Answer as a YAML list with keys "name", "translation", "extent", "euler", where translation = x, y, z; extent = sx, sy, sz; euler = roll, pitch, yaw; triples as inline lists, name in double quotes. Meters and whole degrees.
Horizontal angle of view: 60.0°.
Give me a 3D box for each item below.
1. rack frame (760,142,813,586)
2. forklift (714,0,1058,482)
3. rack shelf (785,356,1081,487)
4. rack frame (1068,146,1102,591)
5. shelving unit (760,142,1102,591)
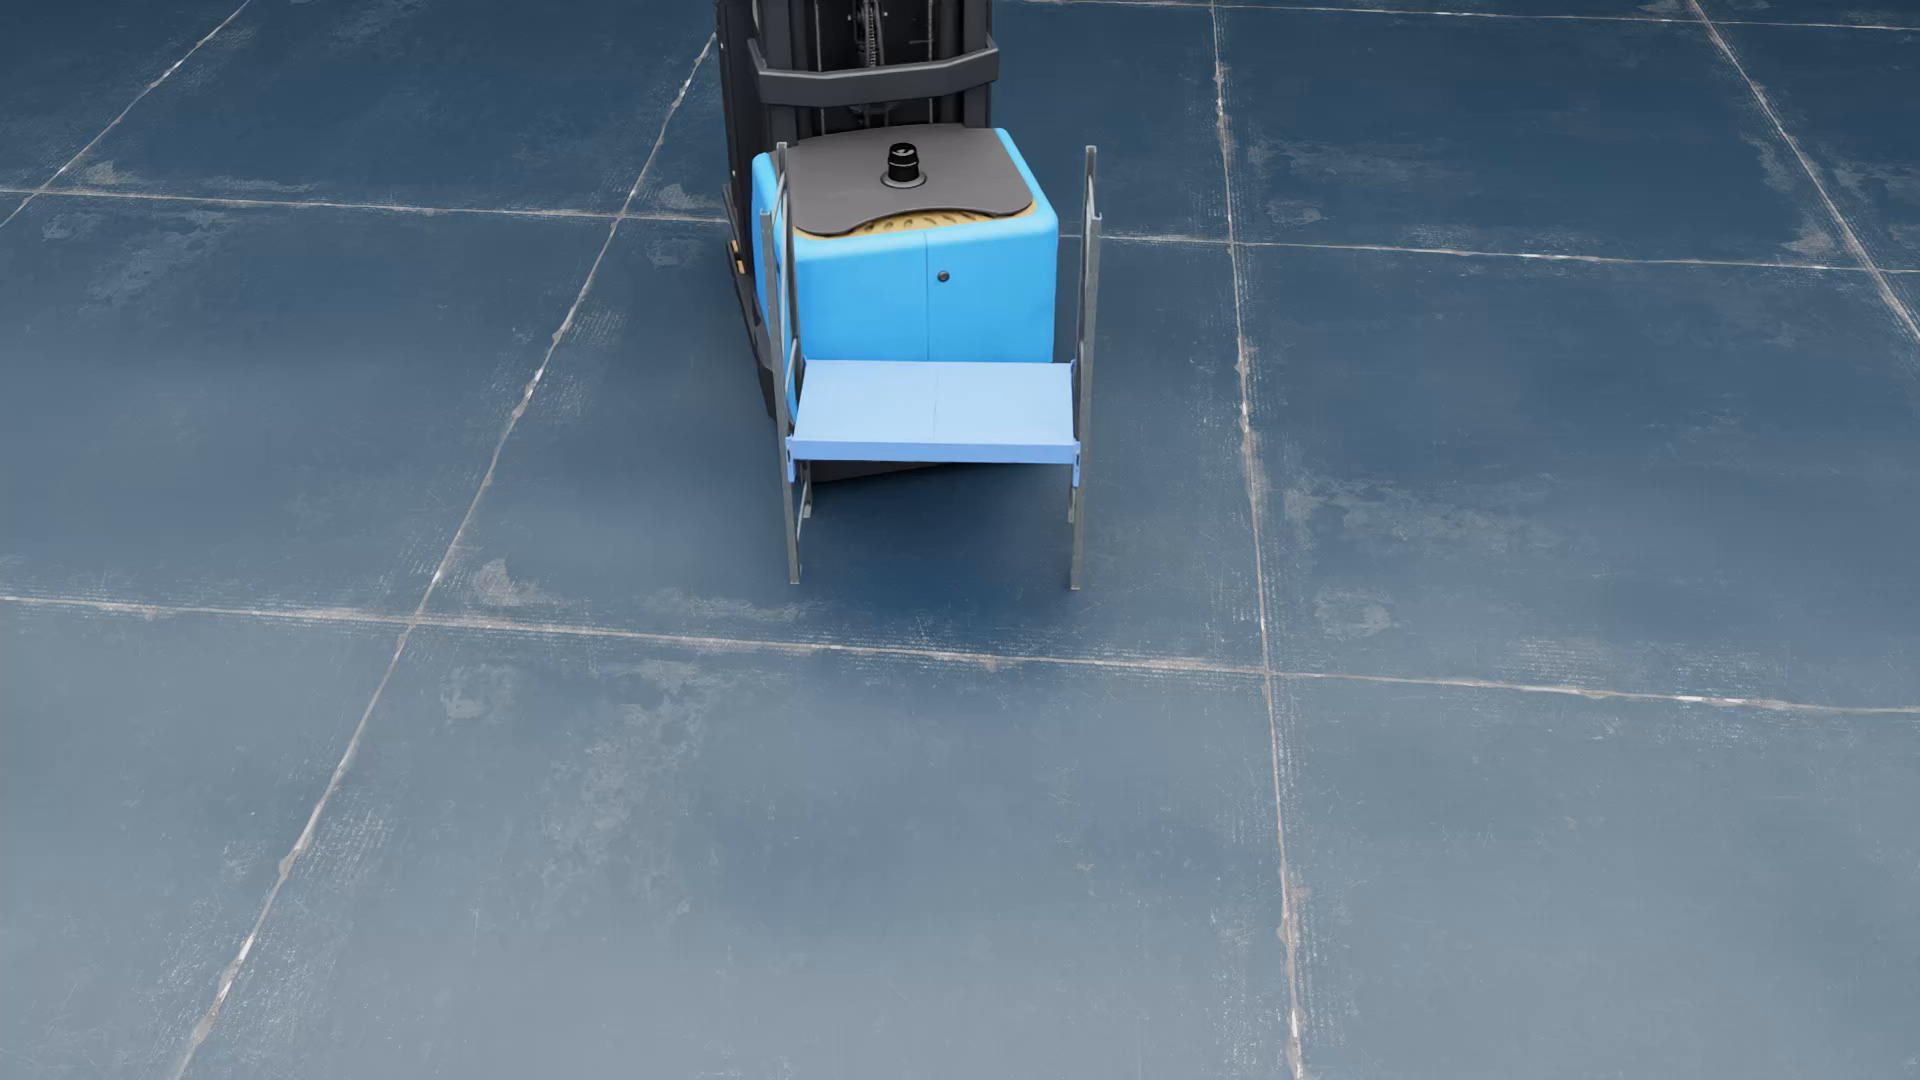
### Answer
- name: "rack frame"
  translation: [-0.593, -0.574, 5.767]
  extent: [0.032, 1.500, 0.500]
  euler: [1, 39, 1]
- name: "forklift"
  translation: [-0.469, -2.297, 6.750]
  extent: [1.130, 2.935, 3.031]
  euler: [-9, 40, -10]
- name: "rack shelf"
  translation: [-0.085, -0.425, 5.869]
  extent: [1.000, 0.185, 0.538]
  euler: [1, 39, 1]
- name: "rack frame"
  translation: [0.424, -0.556, 5.745]
  extent: [0.032, 1.500, 0.500]
  euler: [1, 39, 1]
- name: "shelving unit"
  translation: [-0.085, -0.565, 5.756]
  extent: [1.048, 1.500, 0.538]
  euler: [1, 39, 1]
